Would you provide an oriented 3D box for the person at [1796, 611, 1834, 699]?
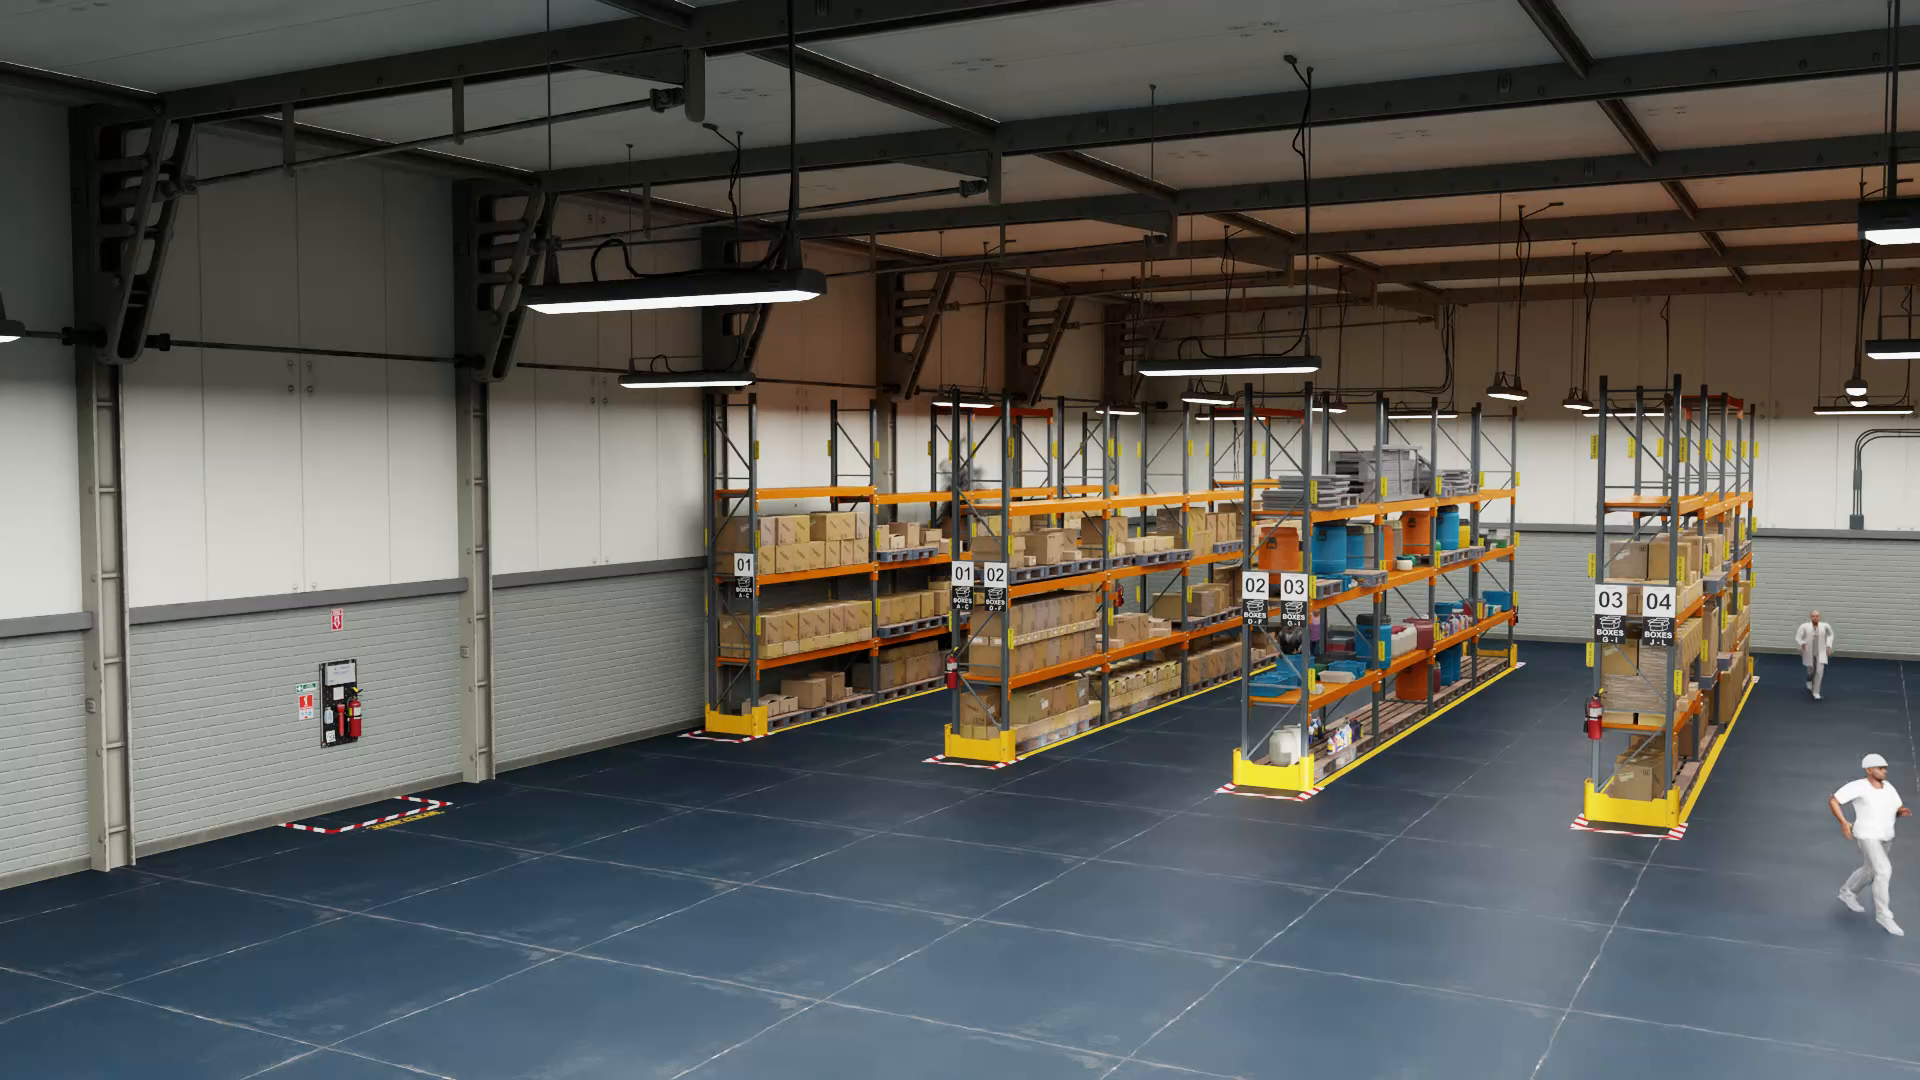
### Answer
[{"bbox_3d":[17.368,2.307,33.797,0.706,1.756,0.933,1,3,23],"label":"person"}]

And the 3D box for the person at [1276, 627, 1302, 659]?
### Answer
[{"bbox_3d":[6.565,2.376,33.046,0.652,1.680,0.640,1,3,25],"label":"person"}]

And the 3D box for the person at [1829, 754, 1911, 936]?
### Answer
[{"bbox_3d":[9.629,3.155,17.529,0.685,1.806,0.871,-1,3,-24],"label":"person"}]

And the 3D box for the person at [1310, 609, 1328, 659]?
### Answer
[{"bbox_3d":[7.802,2.227,36.597,0.527,1.608,0.794,1,3,20],"label":"person"}]
